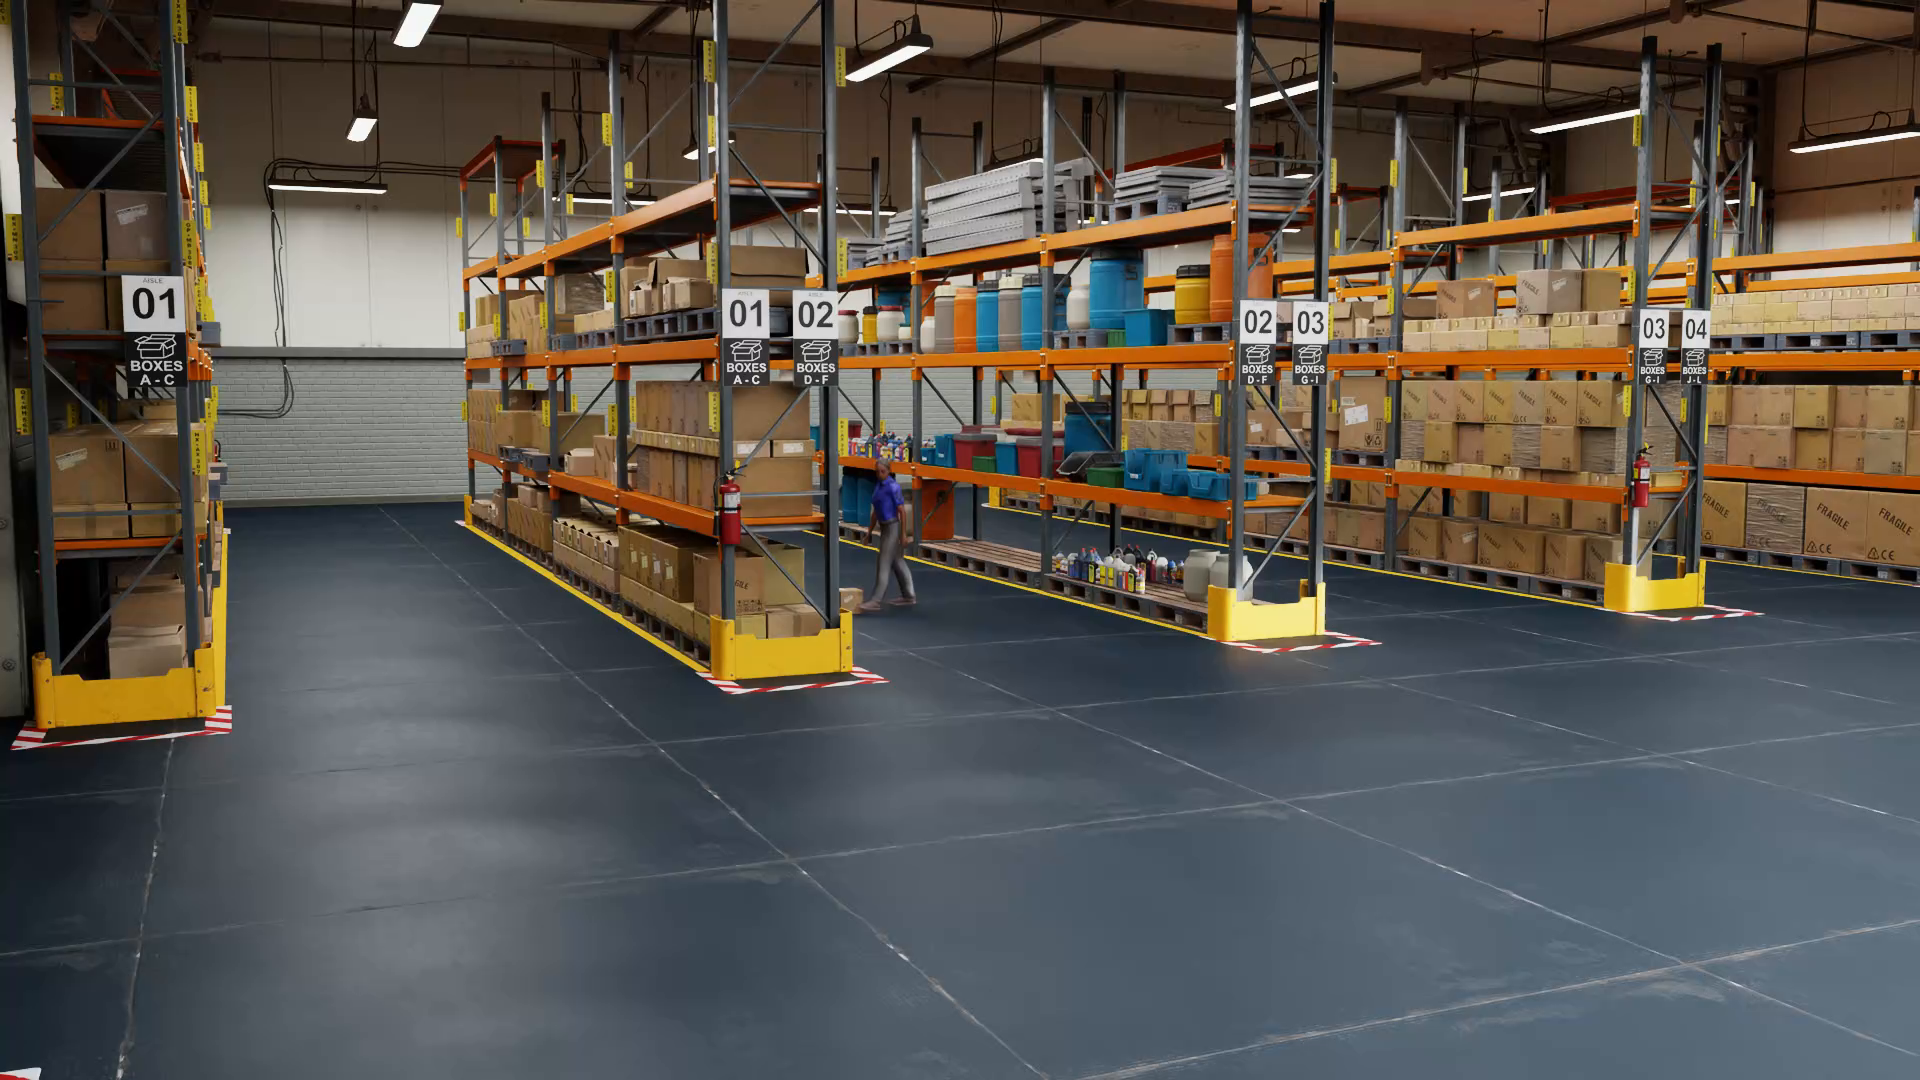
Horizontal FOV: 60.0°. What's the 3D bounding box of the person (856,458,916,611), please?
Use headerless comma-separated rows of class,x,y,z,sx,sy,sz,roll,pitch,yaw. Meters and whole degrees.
person,-0.794,-0.070,17.702,0.797,1.617,0.660,-2,6,-19
